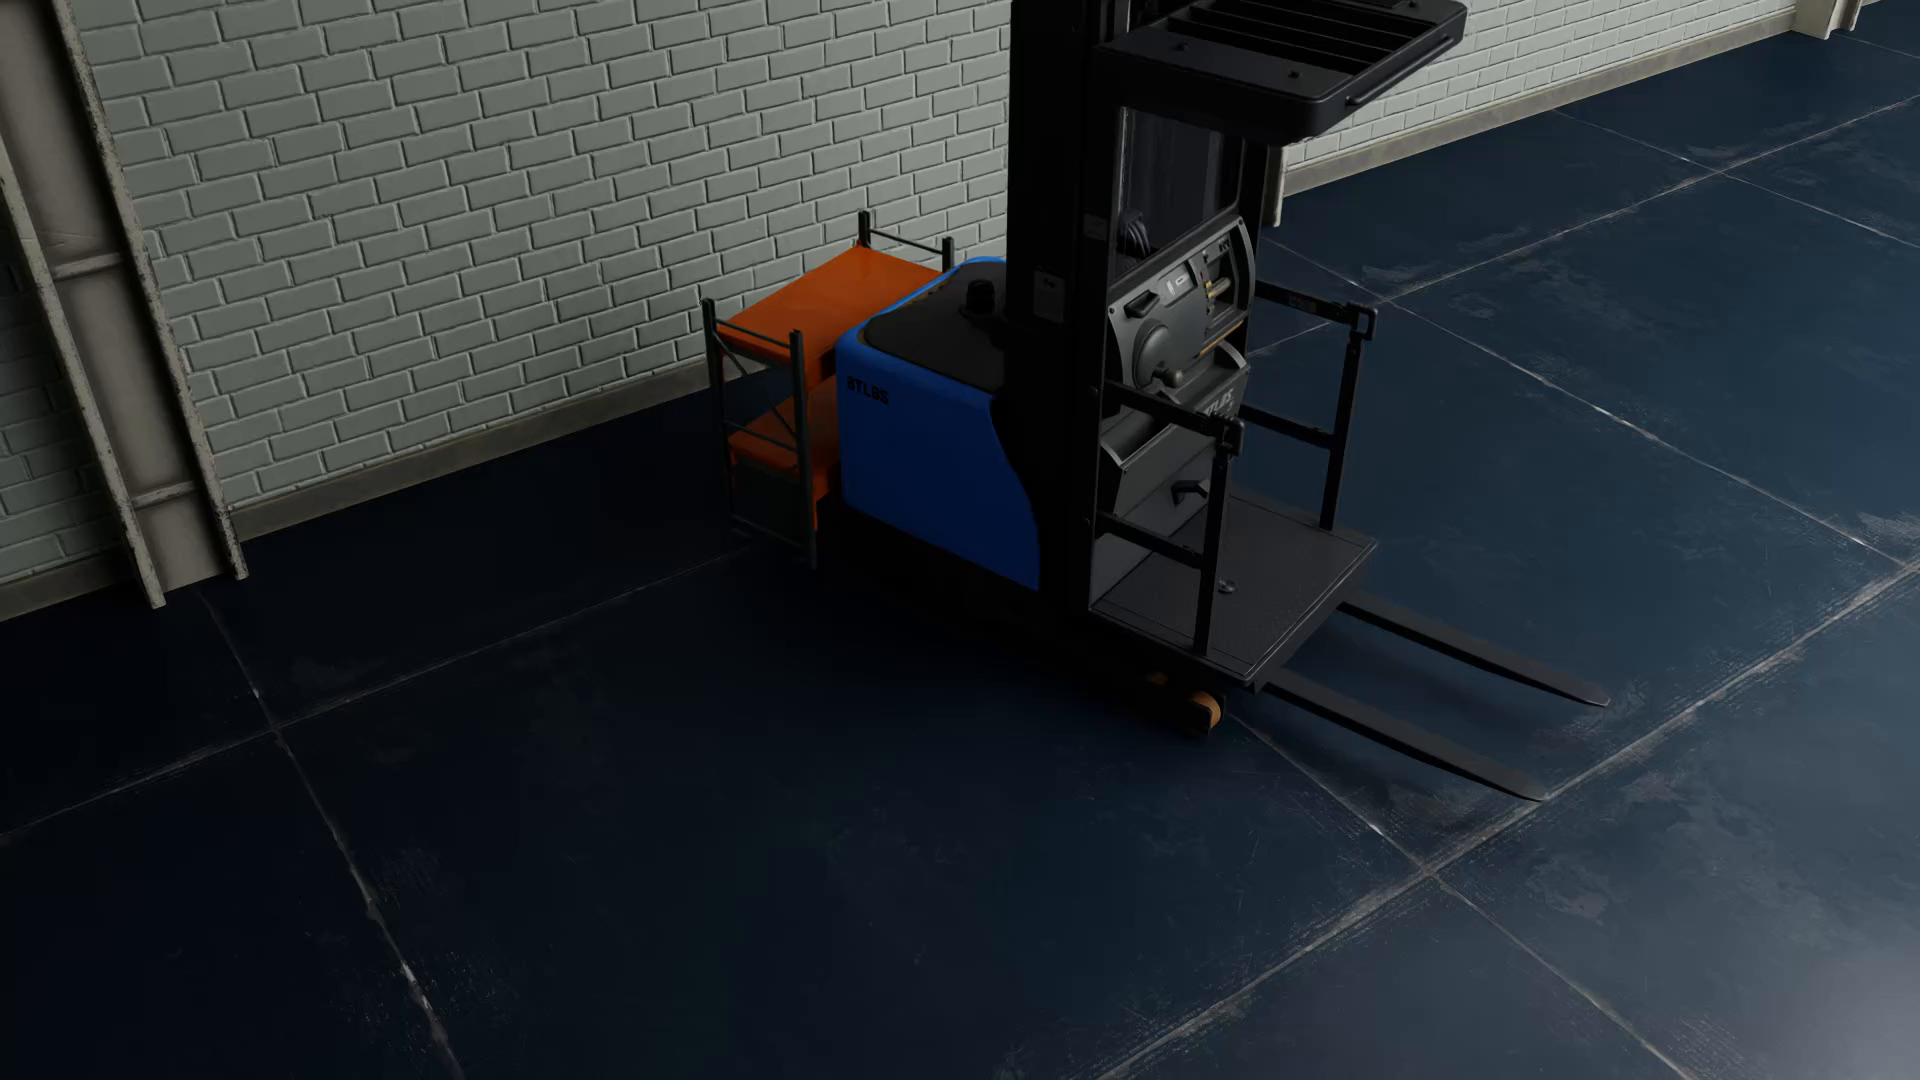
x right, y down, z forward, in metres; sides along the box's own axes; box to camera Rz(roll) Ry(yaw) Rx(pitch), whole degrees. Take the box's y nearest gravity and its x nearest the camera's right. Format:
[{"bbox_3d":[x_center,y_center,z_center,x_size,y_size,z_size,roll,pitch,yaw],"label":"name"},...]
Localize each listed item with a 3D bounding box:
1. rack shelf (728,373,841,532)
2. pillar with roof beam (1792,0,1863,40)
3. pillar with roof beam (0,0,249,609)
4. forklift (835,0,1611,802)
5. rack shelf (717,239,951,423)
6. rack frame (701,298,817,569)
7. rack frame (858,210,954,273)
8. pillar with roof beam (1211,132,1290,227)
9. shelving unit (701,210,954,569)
[{"bbox_3d":[-0.530,-0.470,7.359,0.538,0.278,1.000,22,41,28],"label":"rack shelf"},{"bbox_3d":[9.032,-5.489,7.174,0.400,9.000,9.100,-22,41,-28],"label":"pillar with roof beam"},{"bbox_3d":[-0.777,-1.452,1.562,0.400,9.000,9.100,-22,41,-28],"label":"pillar with roof beam"},{"bbox_3d":[0.970,-0.813,5.870,3.031,2.935,1.130,24,42,29],"label":"forklift"},{"bbox_3d":[-0.530,-0.907,7.046,0.538,0.278,1.000,22,41,28],"label":"rack shelf"},{"bbox_3d":[-0.823,-0.426,6.879,0.500,1.125,0.032,22,41,28],"label":"rack frame"},{"bbox_3d":[-0.237,-0.912,7.554,0.500,1.125,0.032,22,41,28],"label":"rack frame"},{"bbox_3d":[4.127,-3.471,4.368,0.400,9.000,9.100,-22,41,-28],"label":"pillar with roof beam"},{"bbox_3d":[-0.530,-0.669,7.217,0.538,1.125,1.048,22,41,28],"label":"shelving unit"}]
